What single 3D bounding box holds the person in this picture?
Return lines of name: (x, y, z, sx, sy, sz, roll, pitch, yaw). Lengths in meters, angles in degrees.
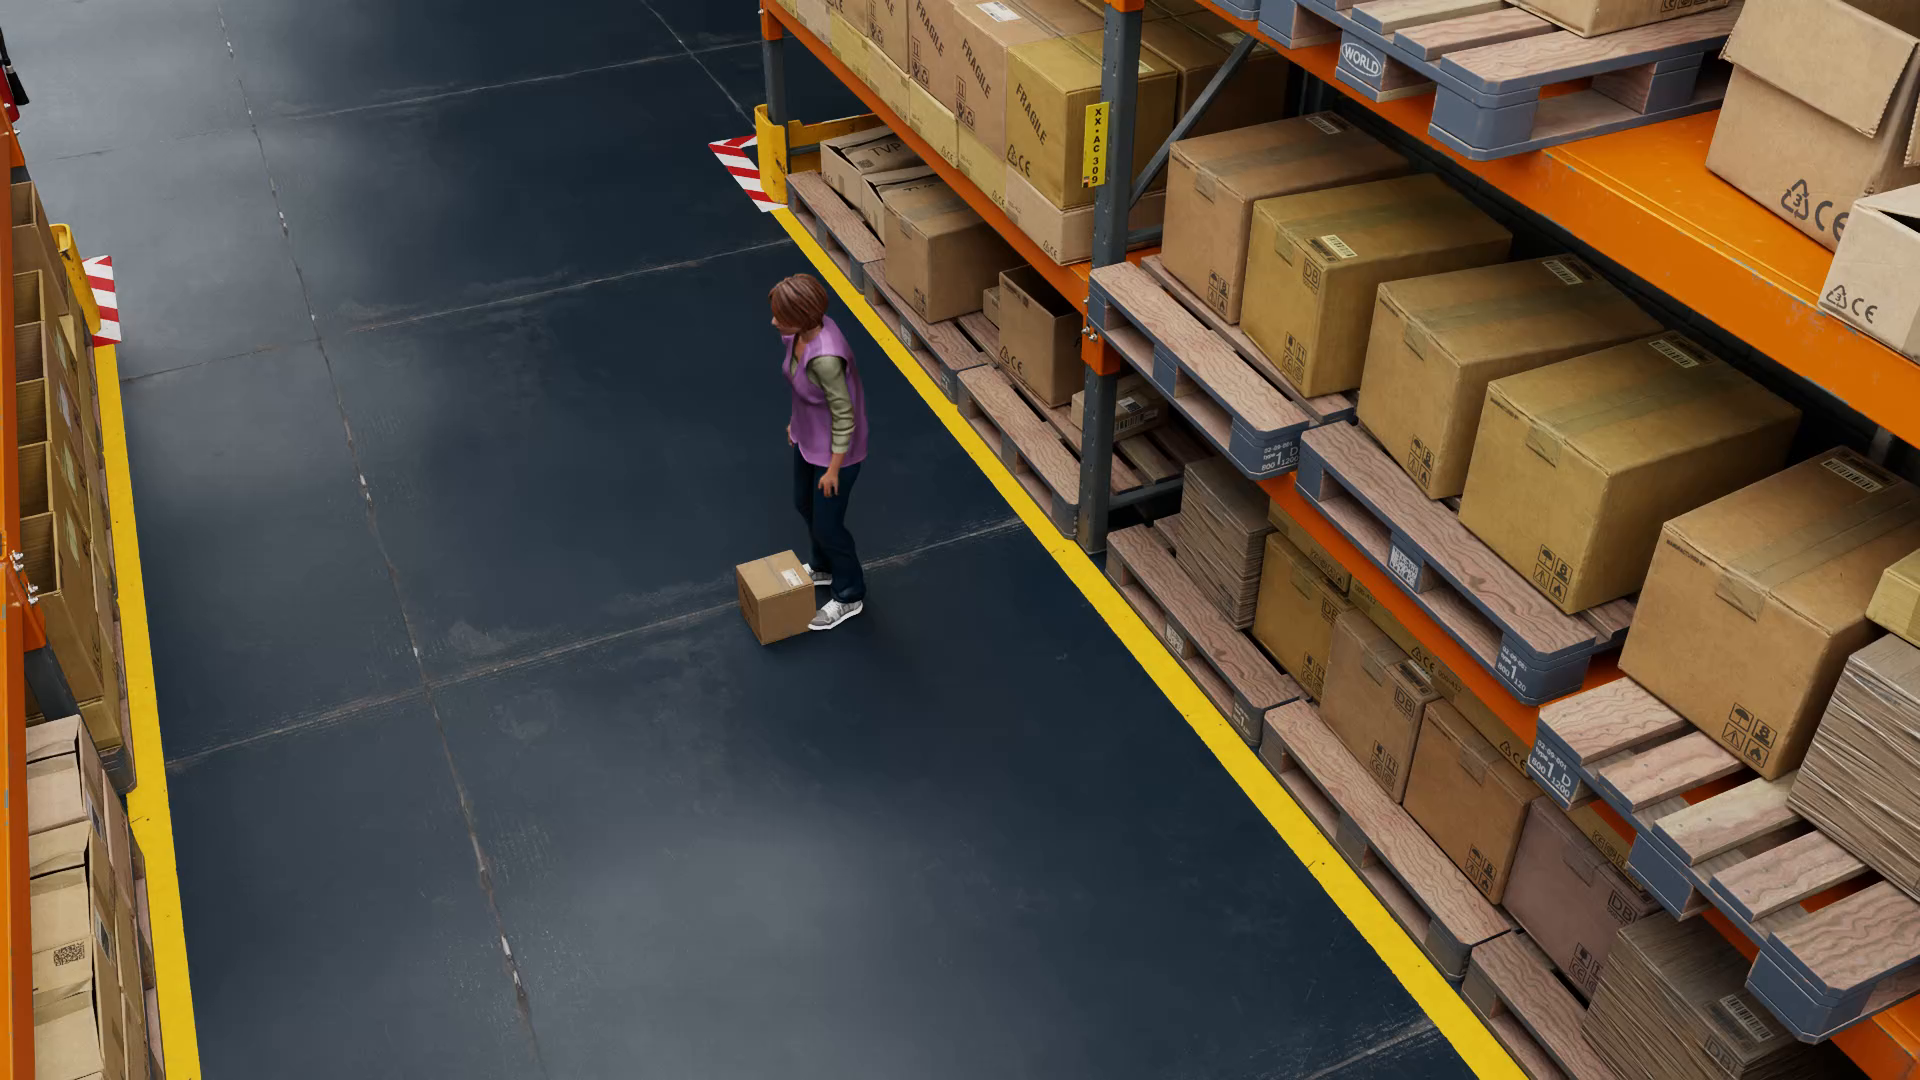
person: (-0.551, -0.361, 6.626, 0.345, 1.592, 0.463, -16, 41, -20)
